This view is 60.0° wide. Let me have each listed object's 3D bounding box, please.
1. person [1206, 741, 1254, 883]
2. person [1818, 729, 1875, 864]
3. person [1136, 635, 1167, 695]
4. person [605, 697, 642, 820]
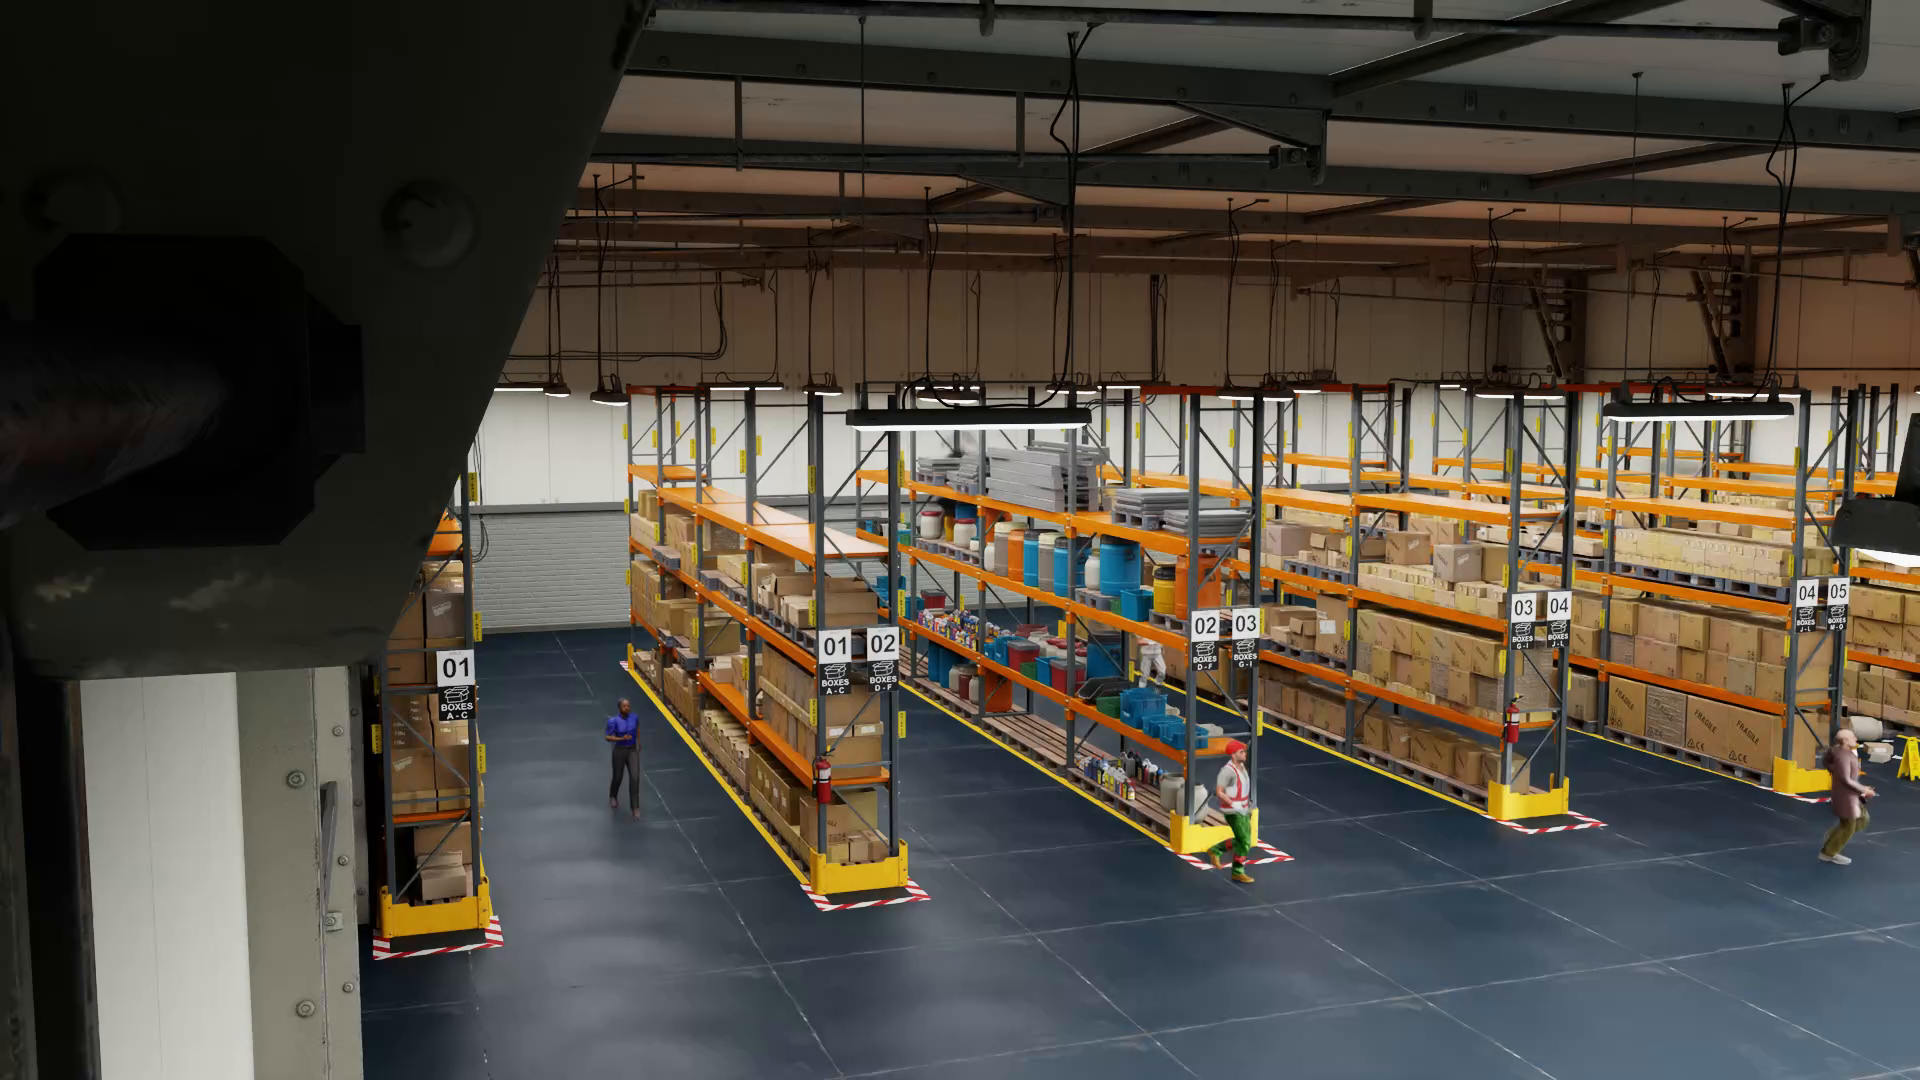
[{"bbox_3d":[3.351,3.337,20.590,0.645,1.741,0.675,3,7,30],"label":"person"},{"bbox_3d":[11.355,3.273,21.276,0.593,1.737,0.721,2,6,21],"label":"person"},{"bbox_3d":[3.635,2.203,31.463,0.652,1.824,0.714,-2,6,-20],"label":"person"},{"bbox_3d":[-4.766,3.064,23.589,0.595,1.671,0.871,-3,7,-30],"label":"person"}]
